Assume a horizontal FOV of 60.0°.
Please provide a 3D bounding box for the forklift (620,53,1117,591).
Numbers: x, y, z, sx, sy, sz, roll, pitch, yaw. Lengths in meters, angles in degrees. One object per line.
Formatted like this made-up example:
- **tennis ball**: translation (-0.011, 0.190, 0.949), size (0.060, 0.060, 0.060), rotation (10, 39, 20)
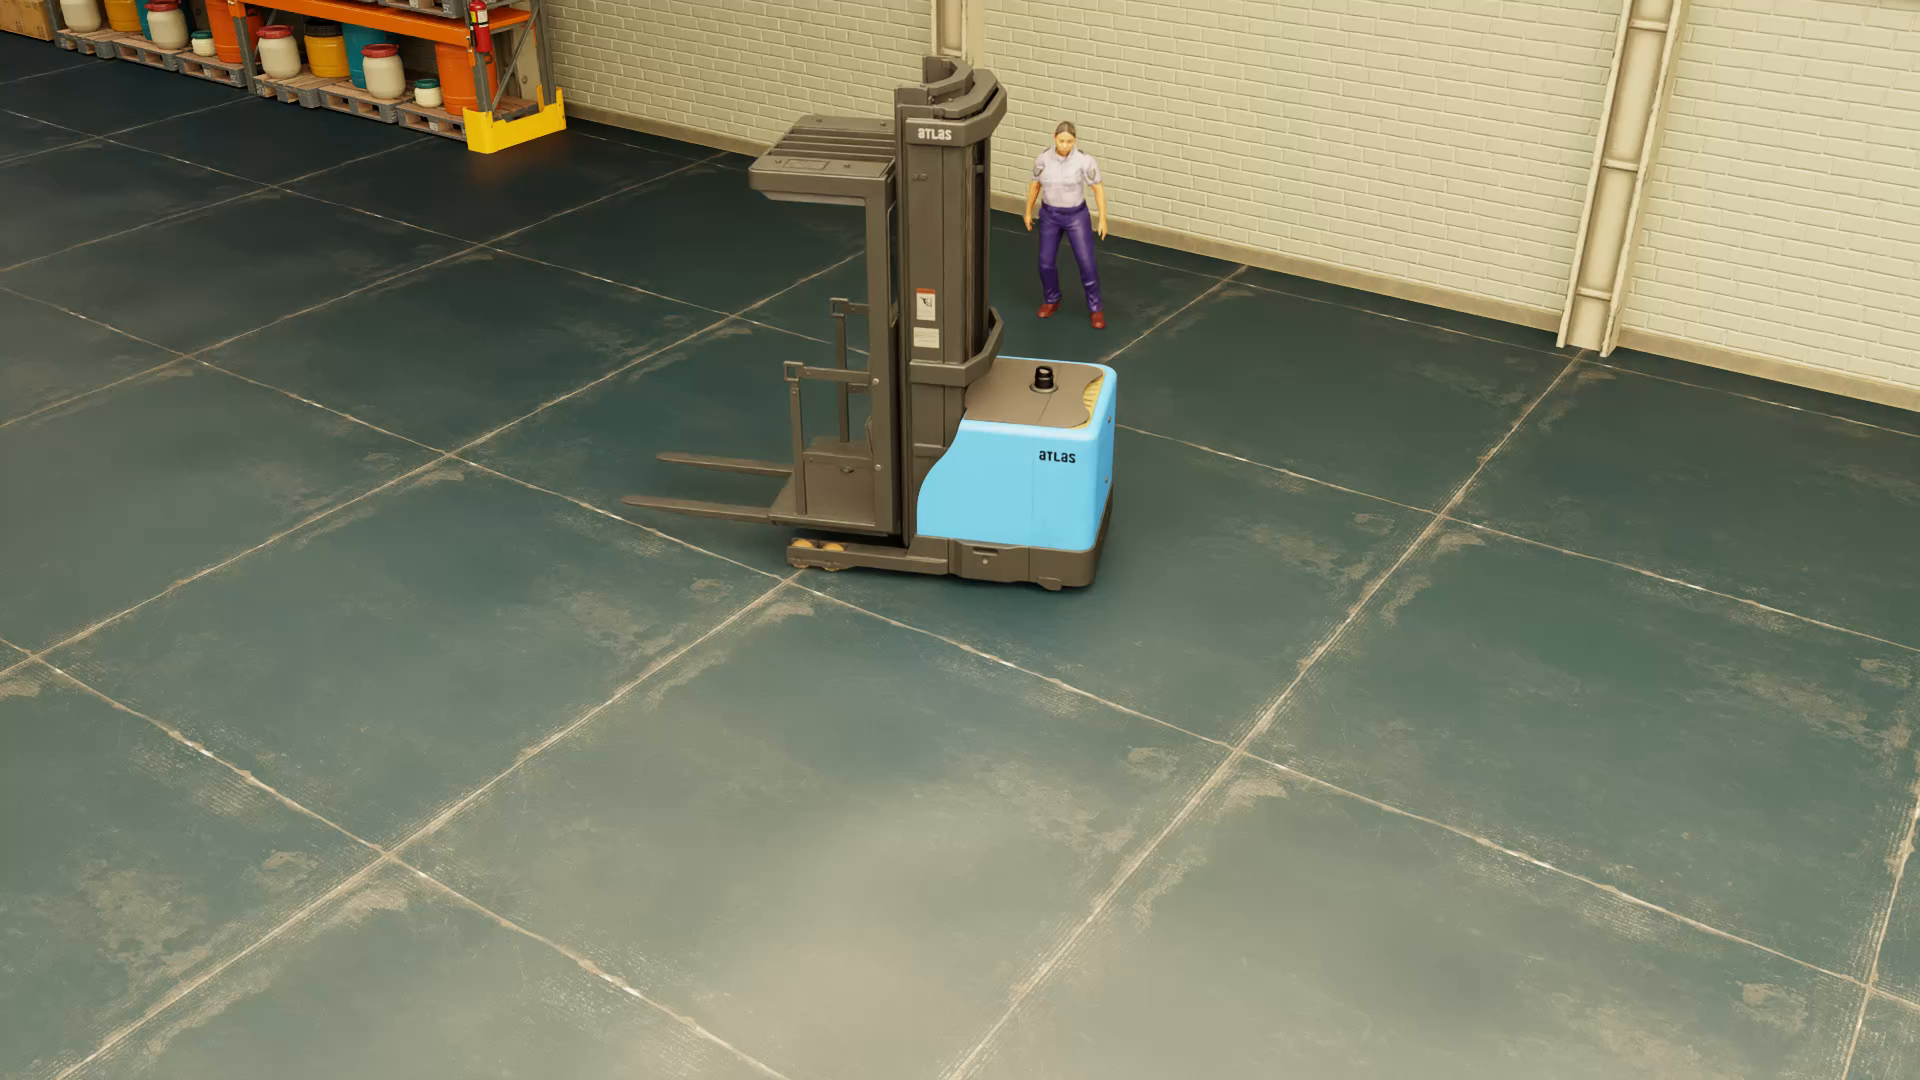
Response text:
- **forklift**: translation (-0.596, -1.330, 9.871), size (3.031, 2.935, 1.130), rotation (6, 31, 10)

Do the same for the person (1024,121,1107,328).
- **person**: translation (0.861, -2.549, 13.277), size (0.757, 1.626, 0.379), rotation (9, 31, 16)
